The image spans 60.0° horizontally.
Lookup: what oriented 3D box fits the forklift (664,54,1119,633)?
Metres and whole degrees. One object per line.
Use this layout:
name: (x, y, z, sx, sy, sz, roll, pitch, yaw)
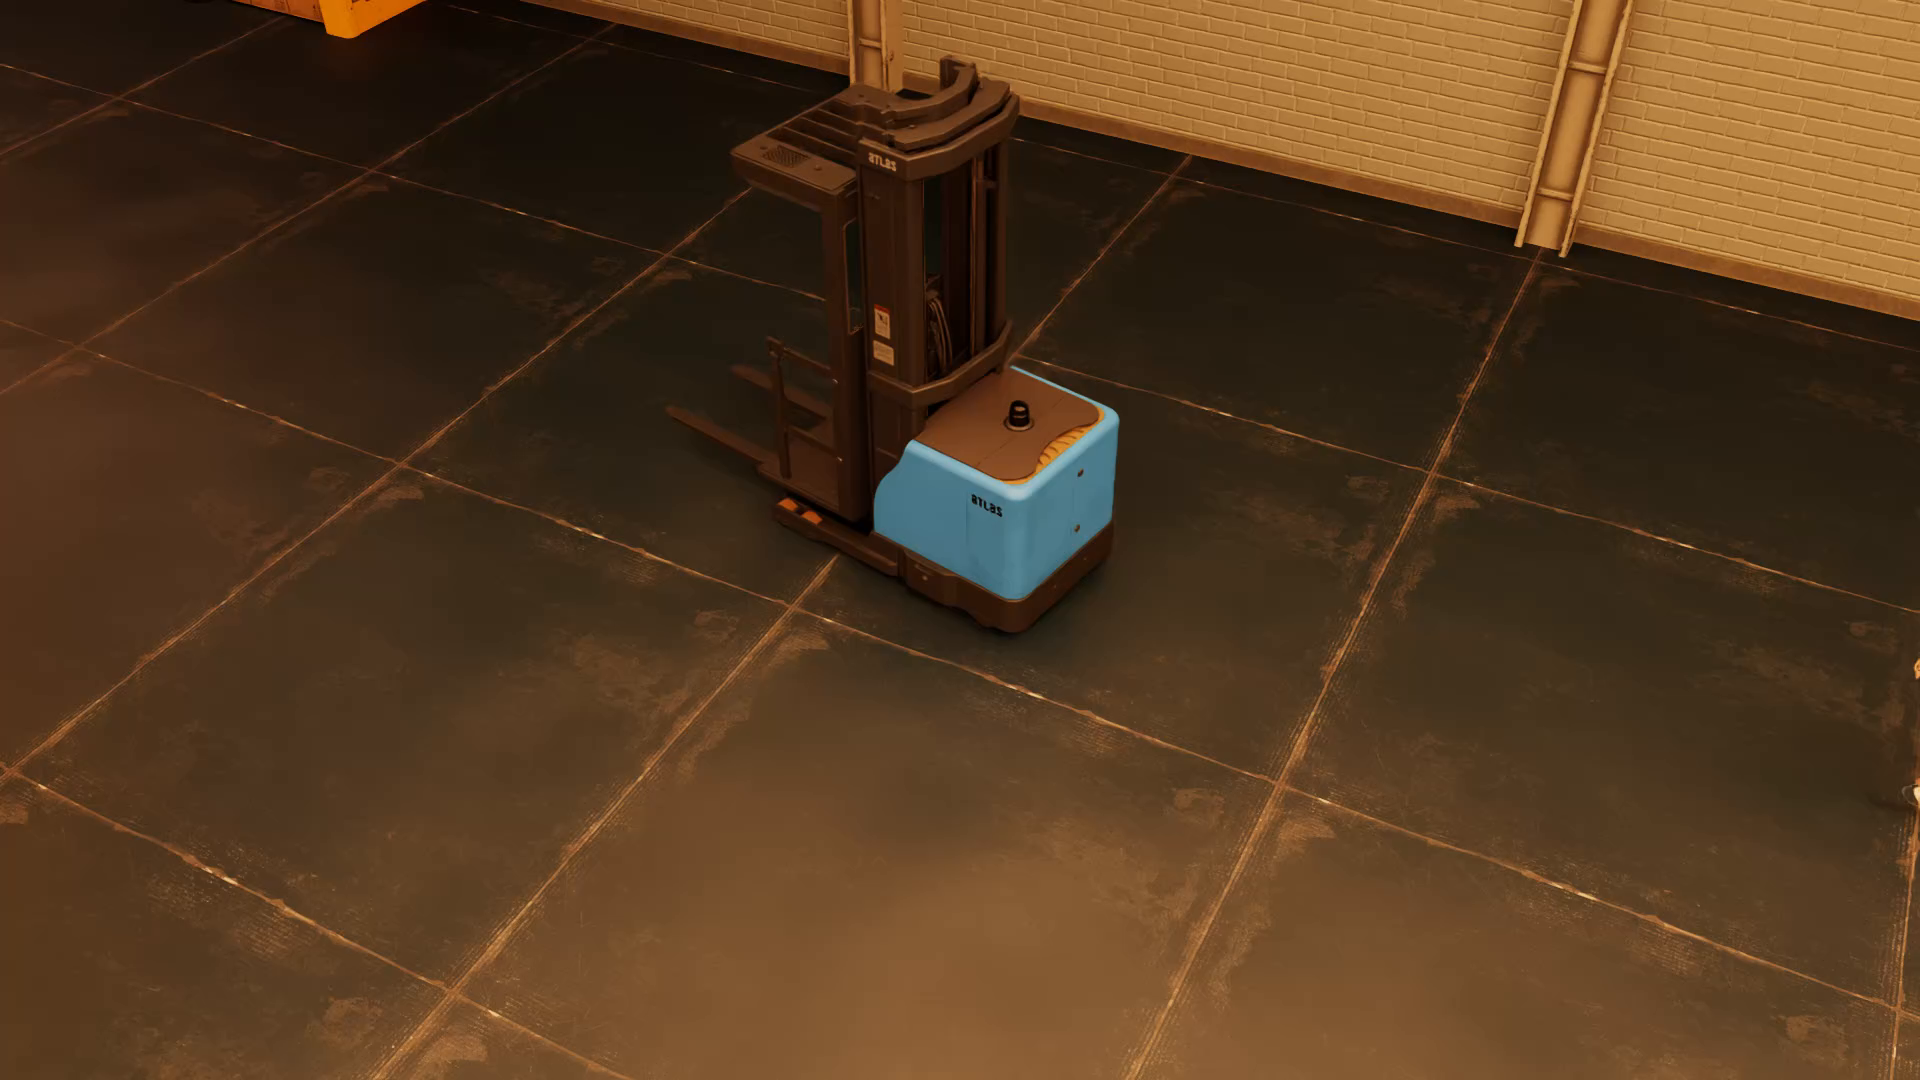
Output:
forklift: (-0.549, -1.375, 9.619, 3.031, 2.935, 1.130, 27, 47, 28)
